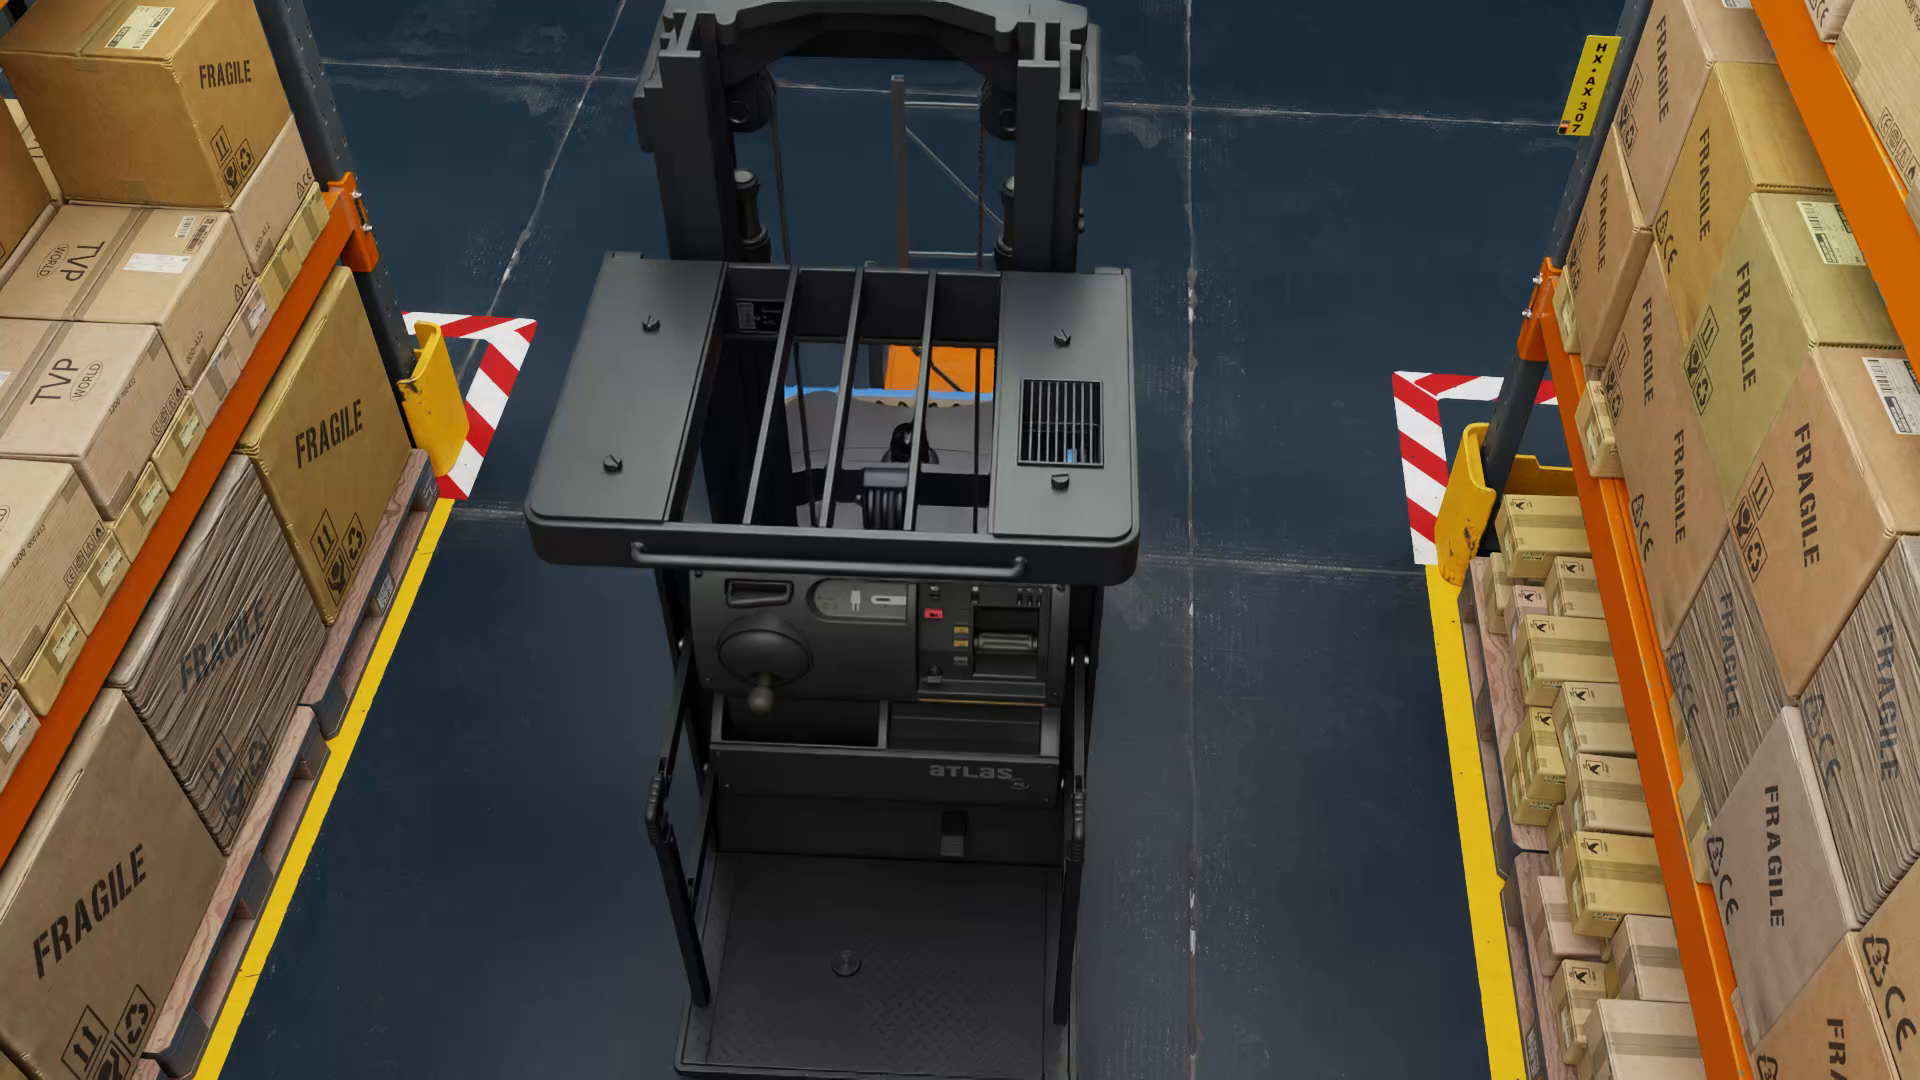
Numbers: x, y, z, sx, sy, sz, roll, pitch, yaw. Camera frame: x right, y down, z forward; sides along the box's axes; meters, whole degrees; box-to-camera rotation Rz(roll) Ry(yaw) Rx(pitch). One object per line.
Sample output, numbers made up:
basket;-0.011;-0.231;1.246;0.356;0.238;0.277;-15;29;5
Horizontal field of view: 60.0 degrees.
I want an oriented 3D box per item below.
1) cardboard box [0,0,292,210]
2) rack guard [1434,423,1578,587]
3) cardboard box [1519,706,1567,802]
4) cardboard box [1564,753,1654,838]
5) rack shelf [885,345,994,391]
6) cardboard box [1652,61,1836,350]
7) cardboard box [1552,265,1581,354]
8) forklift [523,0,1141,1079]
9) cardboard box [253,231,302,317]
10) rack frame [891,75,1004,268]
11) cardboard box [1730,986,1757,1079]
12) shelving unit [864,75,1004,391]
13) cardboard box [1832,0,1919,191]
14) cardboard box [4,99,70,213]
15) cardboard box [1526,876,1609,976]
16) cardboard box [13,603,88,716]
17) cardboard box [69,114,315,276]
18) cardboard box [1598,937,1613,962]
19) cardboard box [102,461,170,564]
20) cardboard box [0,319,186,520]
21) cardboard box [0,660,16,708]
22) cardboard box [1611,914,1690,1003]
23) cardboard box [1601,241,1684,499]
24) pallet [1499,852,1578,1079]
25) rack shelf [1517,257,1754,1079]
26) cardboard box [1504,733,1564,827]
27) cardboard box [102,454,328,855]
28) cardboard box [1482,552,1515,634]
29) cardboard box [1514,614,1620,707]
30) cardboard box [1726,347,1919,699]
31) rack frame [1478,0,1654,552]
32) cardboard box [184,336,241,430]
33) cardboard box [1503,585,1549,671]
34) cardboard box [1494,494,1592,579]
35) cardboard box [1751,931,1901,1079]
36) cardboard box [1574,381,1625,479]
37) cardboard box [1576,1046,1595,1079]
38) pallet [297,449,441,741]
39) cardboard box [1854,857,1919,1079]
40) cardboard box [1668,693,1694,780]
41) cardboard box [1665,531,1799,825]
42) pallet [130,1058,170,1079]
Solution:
cardboard box;-2.341;-1.324;4.820;0.500;0.500;0.500;4;48;4
rack guard;2.365;-0.090;5.993;1.175;0.500;0.348;4;48;4
cardboard box;1.921;0.663;5.057;0.380;0.149;0.250;5;48;5
cardboard box;1.955;0.771;4.756;0.380;0.149;0.250;6;48;5
rack shelf;-0.009;-0.561;5.991;0.538;0.185;1.000;2;48;2
cardboard box;2.027;-0.778;3.981;0.500;0.500;0.500;5;48;5
cardboard box;2.016;-0.688;5.017;0.380;0.149;0.250;4;48;3
forklift;-0.206;0.344;3.949;1.130;2.935;3.031;2;48;2
cardboard box;-2.285;-0.837;5.153;0.380;0.149;0.250;4;48;4
rack frame;0.017;-1.057;6.200;0.500;1.500;0.032;2;48;2
cardboard box;1.842;1.031;3.445;0.380;0.149;0.250;2;48;2
shelving unit;-0.009;-0.689;5.864;0.587;1.500;1.083;2;48;2
cardboard box;1.990;-0.872;3.084;0.500;0.250;0.500;2;48;2
cardboard box;-2.871;-1.112;5.135;0.500;0.250;0.500;3;48;2
cardboard box;1.877;1.127;4.834;0.380;0.149;0.250;2;48;2
cardboard box;-2.424;0.287;4.125;0.380;0.149;0.250;3;48;2
cardboard box;-2.338;-1.073;5.099;0.500;0.250;0.500;3;48;3
cardboard box;2.008;1.066;4.688;0.380;0.149;0.250;6;48;6
cardboard box;-2.378;-0.087;4.467;0.380;0.149;0.250;4;48;4
cardboard box;-2.431;-0.326;4.416;0.500;0.250;0.500;2;48;2
cardboard box;-2.528;0.419;3.734;0.500;0.250;0.500;5;48;4
cardboard box;1.958;1.152;4.408;0.380;0.149;0.250;4;48;4
cardboard box;2.032;-0.417;4.329;0.500;0.500;0.500;4;48;4
pallet;2.142;1.496;4.738;1.003;0.211;1.213;4;48;4
rack shelf;2.189;0.723;4.043;1.077;0.370;4.000;4;48;4
cardboard box;1.914;0.756;5.173;0.380;0.149;0.250;4;48;4
cardboard box;-2.620;0.323;5.077;0.875;0.875;0.875;4;48;4
cardboard box;2.005;0.195;5.687;0.380;0.149;0.250;5;48;4
cardboard box;1.930;0.380;5.114;0.380;0.149;0.250;4;48;3
cardboard box;1.914;-0.022;3.291;0.500;0.500;0.500;3;48;2
rack frame;2.371;-0.989;5.122;1.000;3.000;0.127;4;48;4
cardboard box;-2.333;-0.469;4.816;0.380;0.149;0.250;5;48;4
cardboard box;1.987;0.296;5.392;0.380;0.149;0.250;4;48;3
cardboard box;1.985;-0.007;5.468;0.380;0.149;0.250;2;48;2
cardboard box;1.818;1.060;2.978;0.500;0.500;0.500;3;48;2
cardboard box;1.956;-0.305;4.666;0.380;0.149;0.250;3;48;2
cardboard box;1.888;1.512;4.482;0.380;0.149;0.250;5;48;4
pallet;-2.554;0.137;5.982;1.003;0.211;1.213;4;48;4
cardboard box;1.822;0.735;2.598;0.500;0.500;0.500;3;48;2
cardboard box;1.924;0.461;3.966;0.380;0.149;0.250;5;48;5
cardboard box;1.934;0.317;3.658;0.500;0.500;0.500;3;48;3
pallet;-2.776;1.930;4.342;1.003;0.211;1.213;4;48;4
